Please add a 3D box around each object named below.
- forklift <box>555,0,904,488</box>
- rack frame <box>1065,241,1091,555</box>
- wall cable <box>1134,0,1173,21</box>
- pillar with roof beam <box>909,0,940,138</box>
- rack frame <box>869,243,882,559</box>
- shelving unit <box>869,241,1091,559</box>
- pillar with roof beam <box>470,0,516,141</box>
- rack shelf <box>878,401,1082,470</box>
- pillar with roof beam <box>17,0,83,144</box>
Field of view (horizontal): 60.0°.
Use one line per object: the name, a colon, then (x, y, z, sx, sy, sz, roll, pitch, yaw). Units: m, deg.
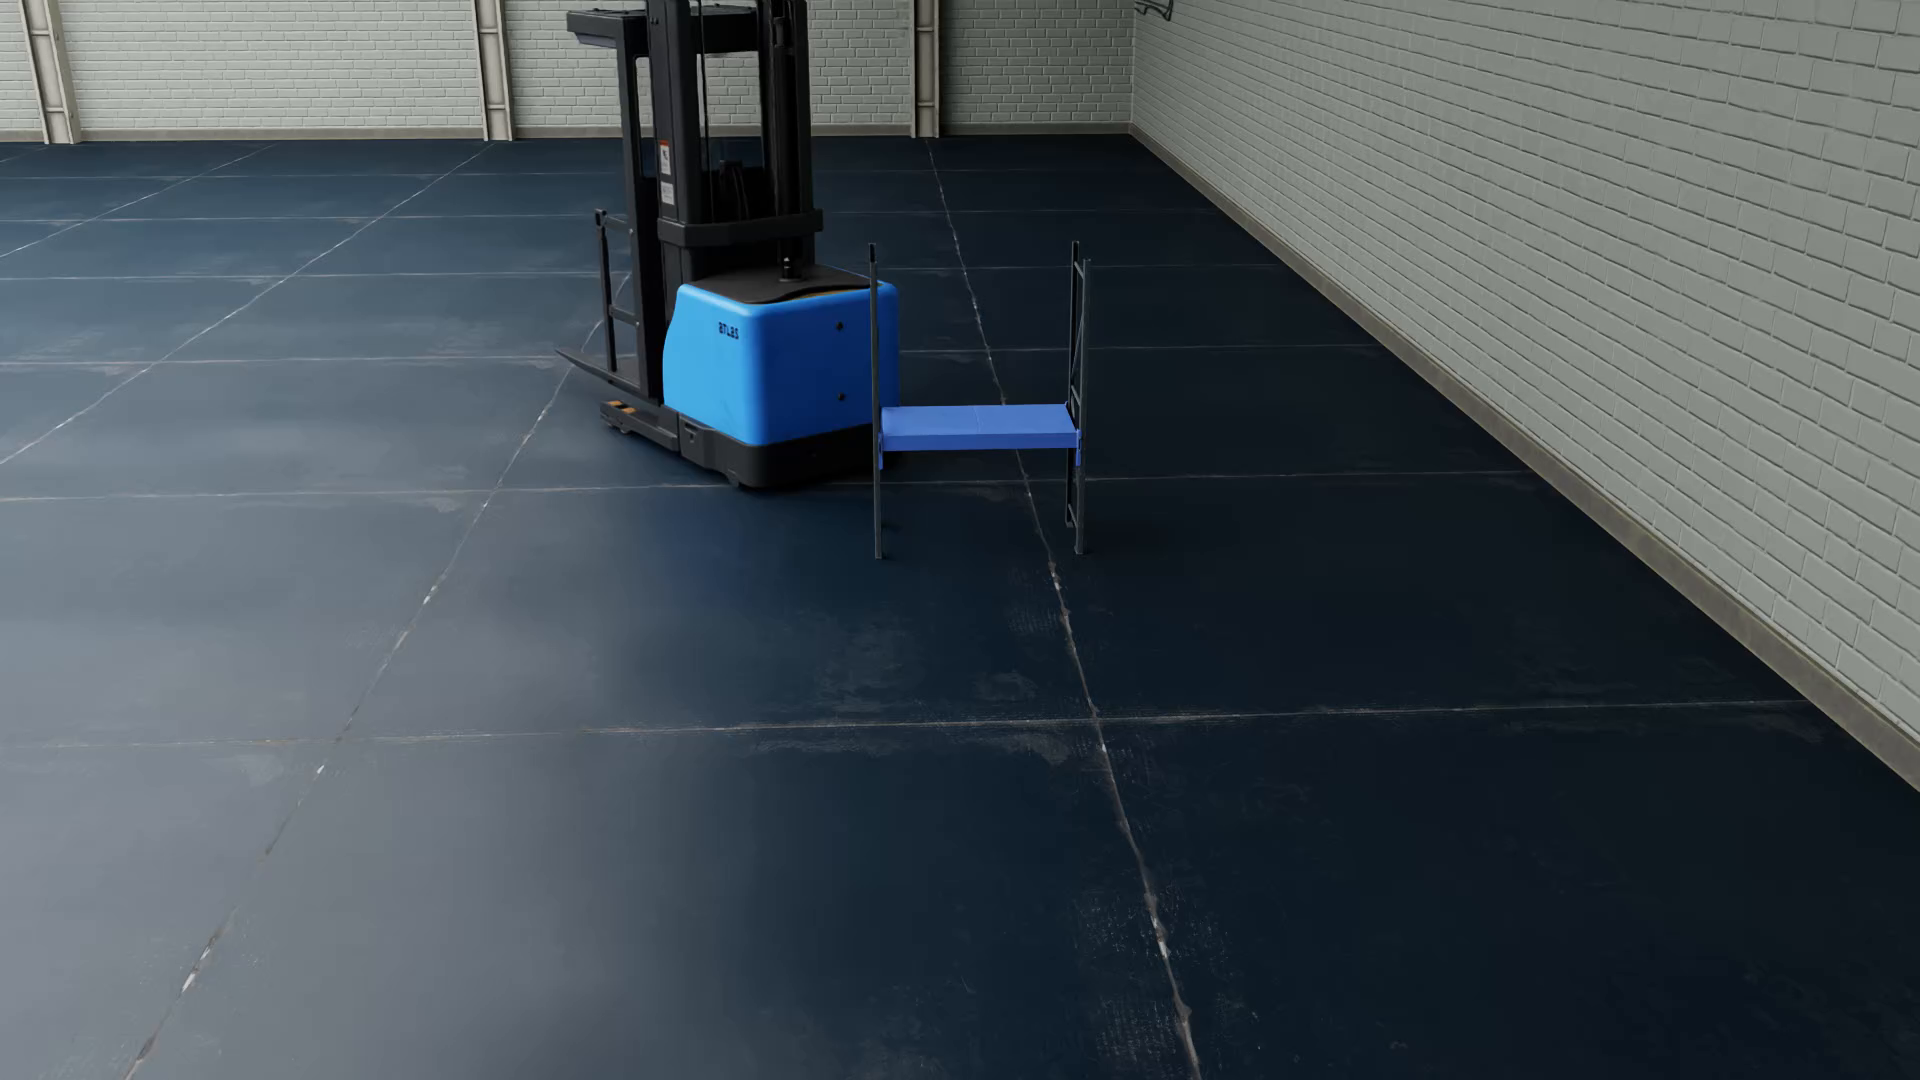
forklift: (-1.615, -2.120, 10.069, 1.130, 2.935, 3.031, -15, 25, -34)
rack frame: (0.593, -0.713, 8.386, 0.032, 1.500, 0.500, -1, 21, -3)
wall cable: (2.517, -8.127, 21.684, 0.112, 2.526, 3.097, -1, 21, -3)
pillar with roof beam: (-0.254, -8.459, 18.191, 0.400, 9.000, 9.100, -1, 21, -3)
rack frame: (-0.422, -0.692, 8.332, 0.032, 1.500, 0.500, -1, 21, -3)
shelving unit: (0.085, -0.703, 8.359, 1.048, 1.500, 0.538, -1, 21, -3)
pillar with roof beam: (-6.244, -8.337, 17.871, 0.400, 9.000, 9.100, -1, 21, -3)
rack shelf: (0.085, -0.535, 8.423, 1.000, 0.185, 0.538, -1, 21, -3)
pillar with roof beam: (-12.234, -8.215, 17.551, 0.400, 9.000, 9.100, -1, 21, -3)
